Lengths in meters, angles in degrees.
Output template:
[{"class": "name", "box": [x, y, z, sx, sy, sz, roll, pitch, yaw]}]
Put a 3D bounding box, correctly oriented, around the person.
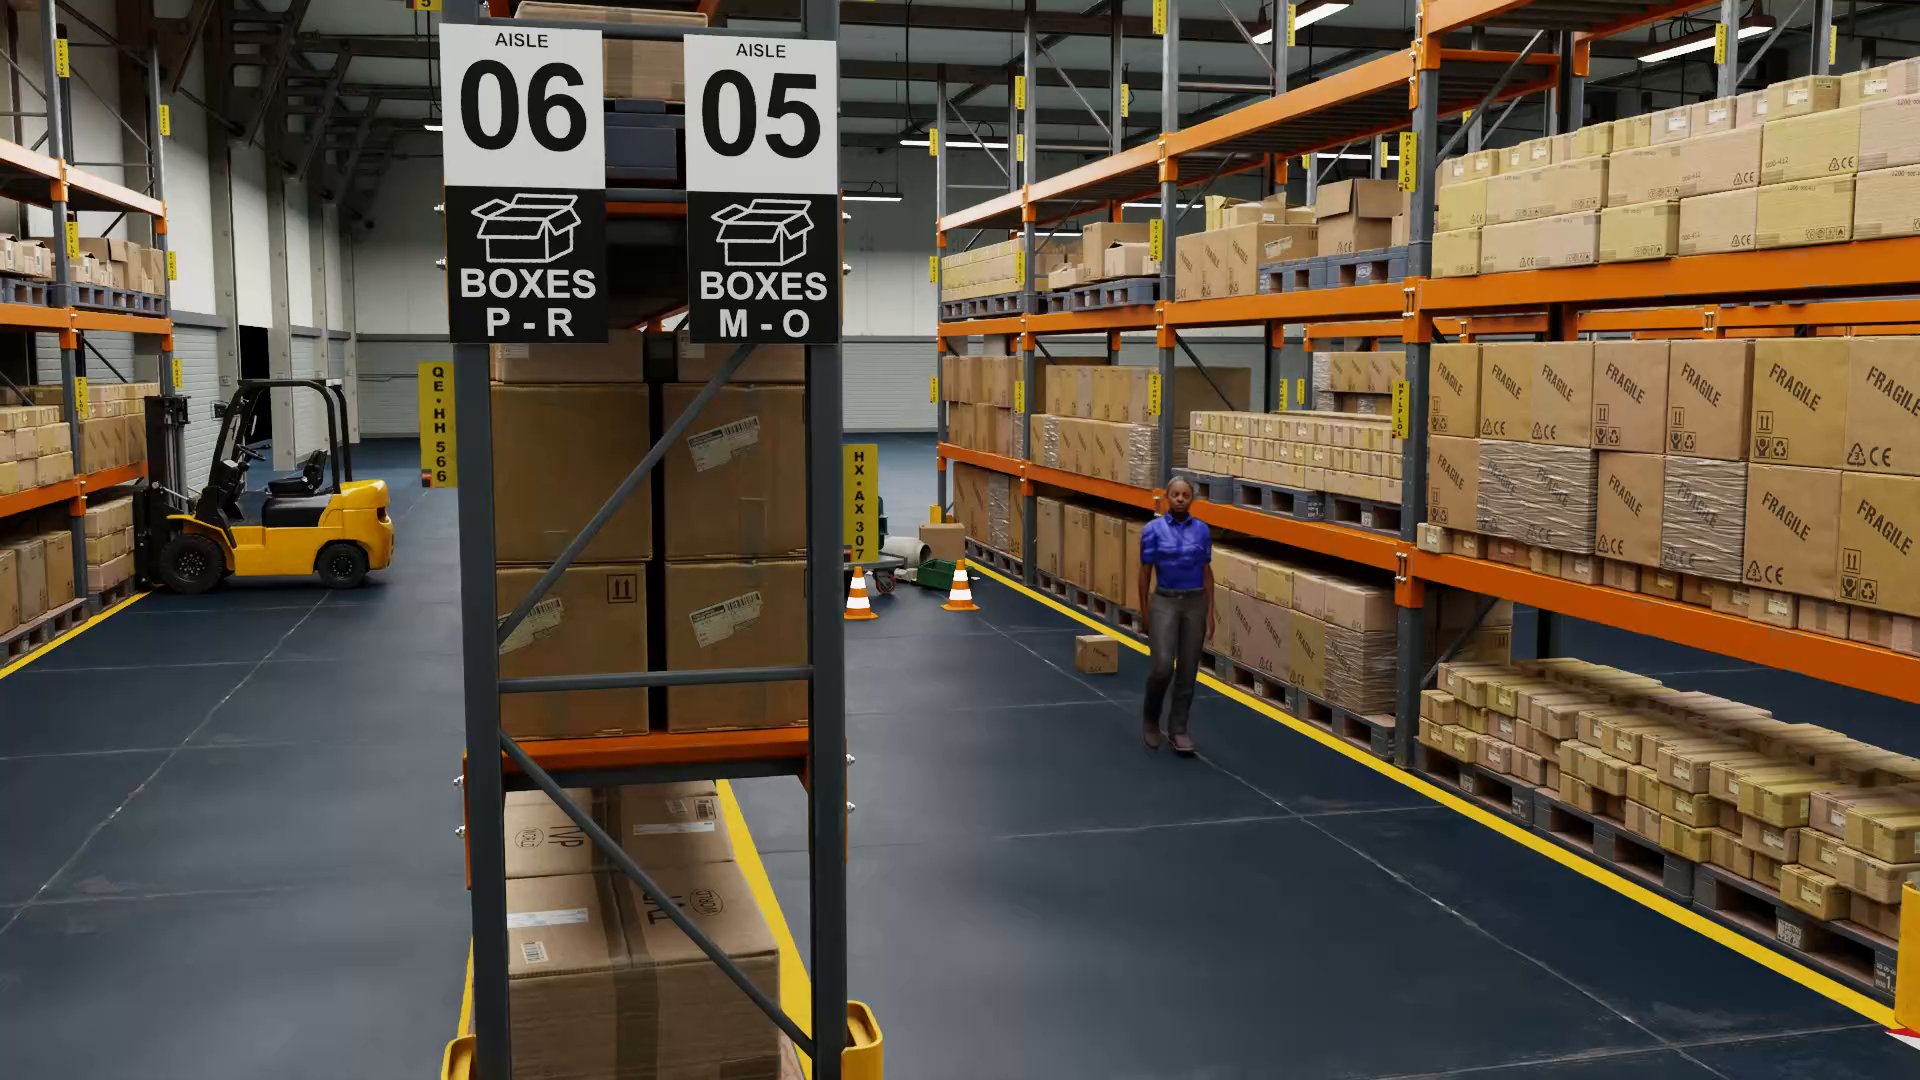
[{"class": "person", "box": [1.310, 0.450, 9.953, 0.443, 1.667, 0.425, -1, 6, -12]}]
